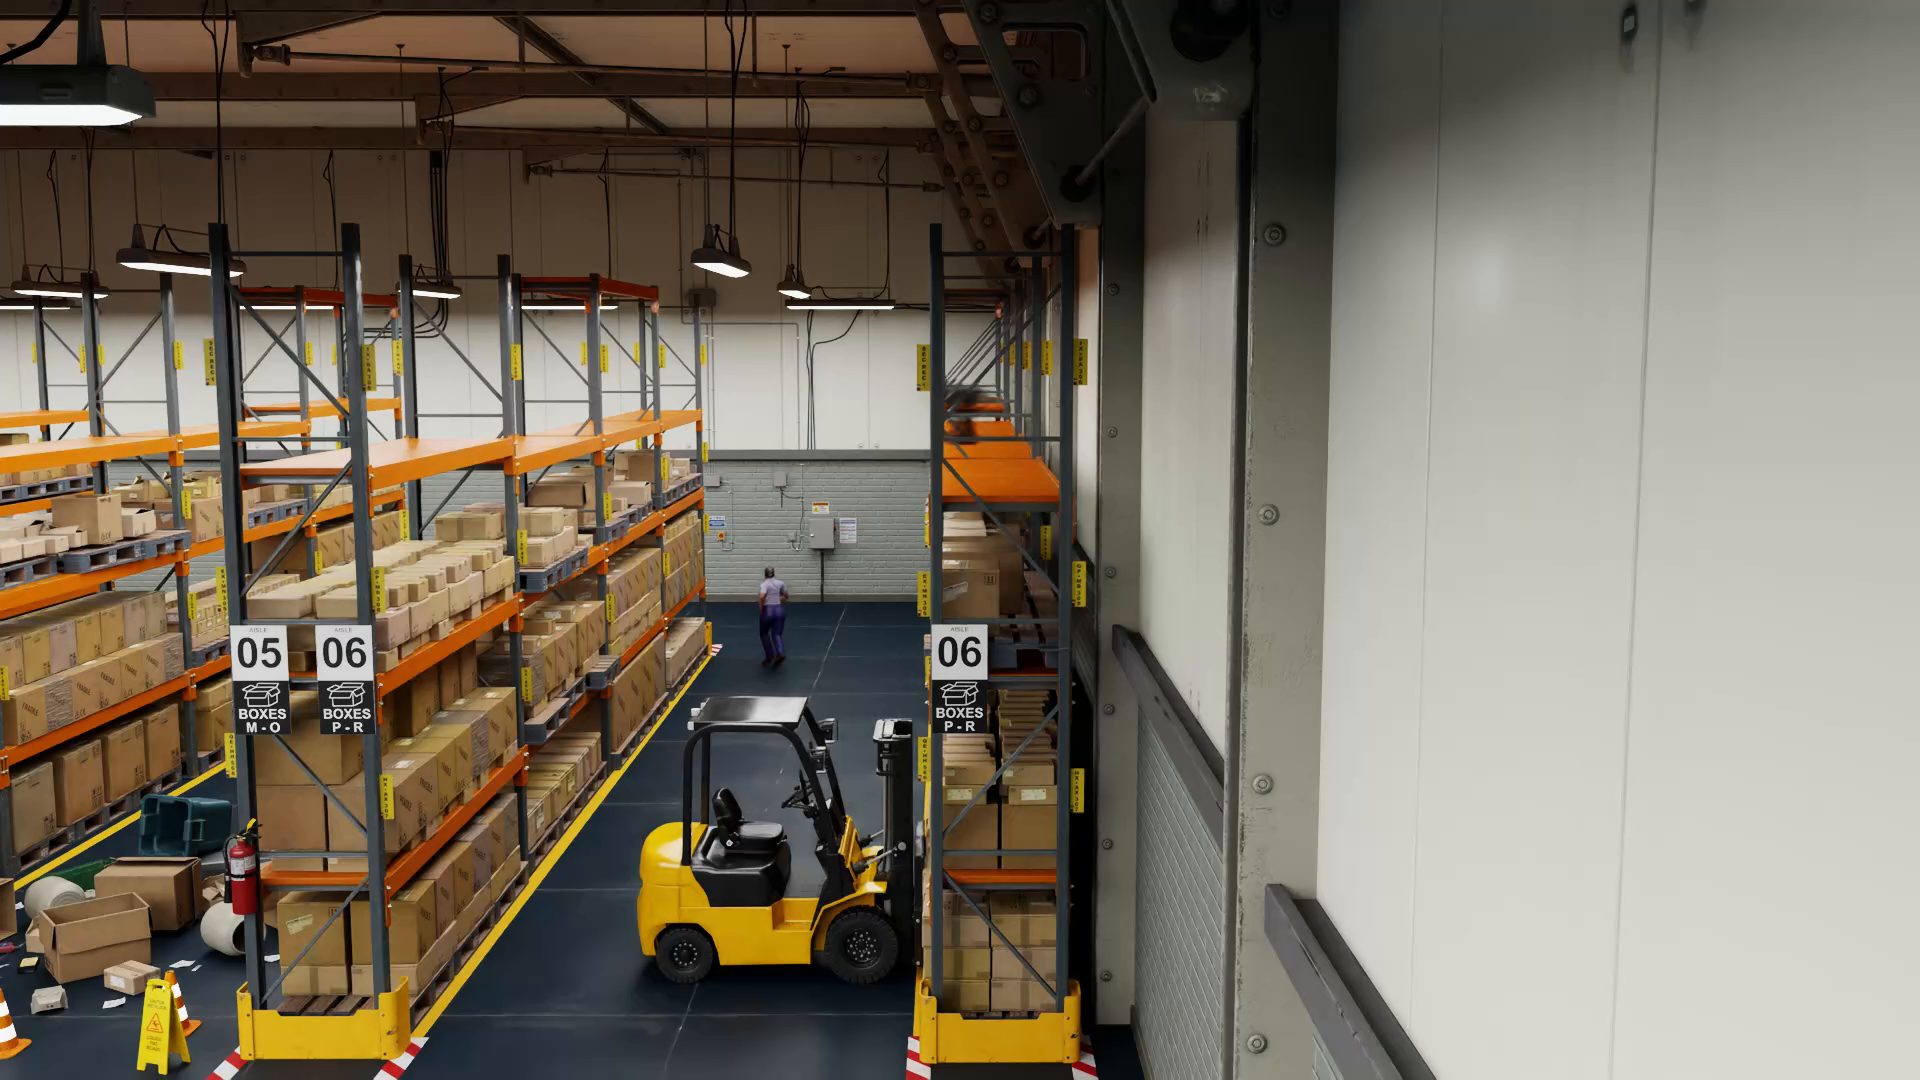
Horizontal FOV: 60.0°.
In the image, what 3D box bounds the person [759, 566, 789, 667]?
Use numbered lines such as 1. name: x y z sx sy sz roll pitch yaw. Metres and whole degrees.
1. person: -2.980 1.247 26.811 0.593 1.638 0.817 -4 8 -29
